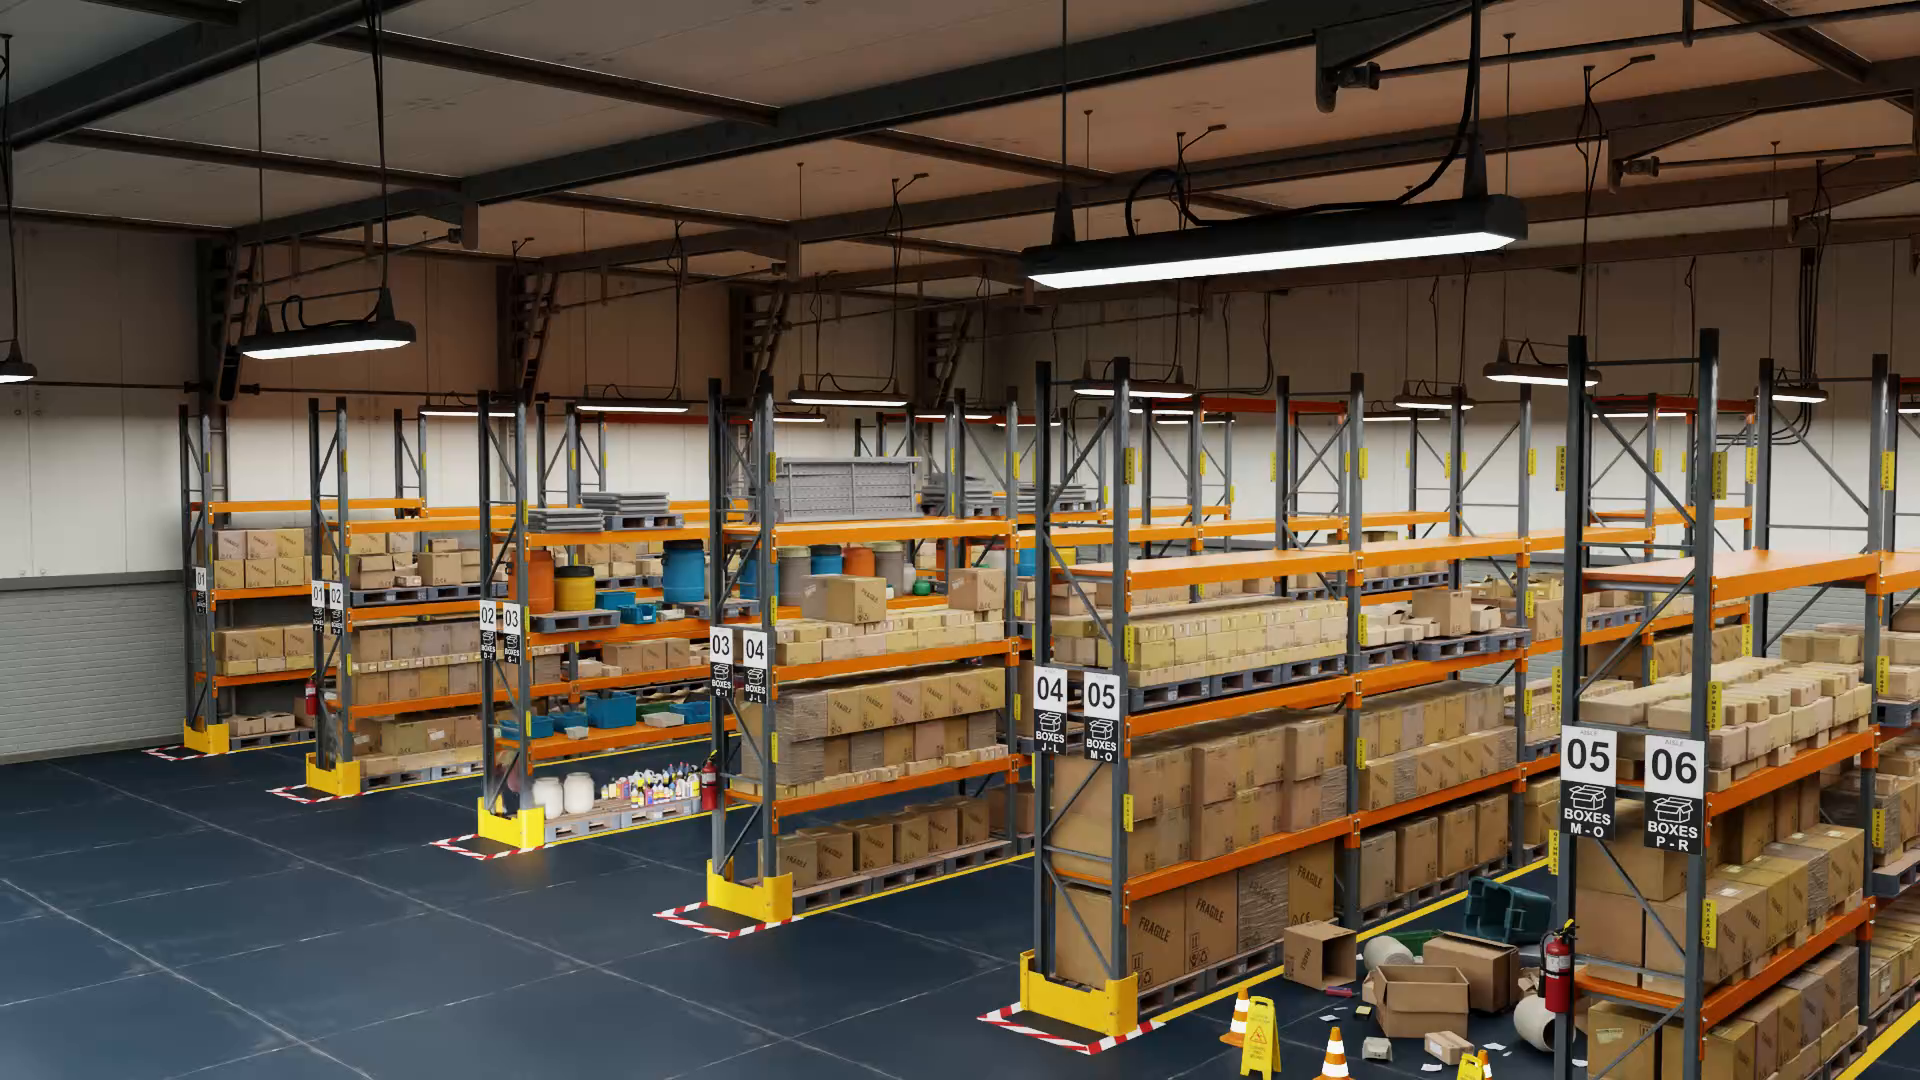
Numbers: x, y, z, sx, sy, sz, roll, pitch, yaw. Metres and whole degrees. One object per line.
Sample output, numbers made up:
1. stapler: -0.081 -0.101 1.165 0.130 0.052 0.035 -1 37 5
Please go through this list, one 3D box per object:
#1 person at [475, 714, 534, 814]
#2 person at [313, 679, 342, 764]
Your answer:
1. person: -6.438 3.185 23.770 1.042 1.517 0.577 -3 4 -44
2. person: -10.460 2.980 27.349 0.602 1.492 0.855 0 3 9
